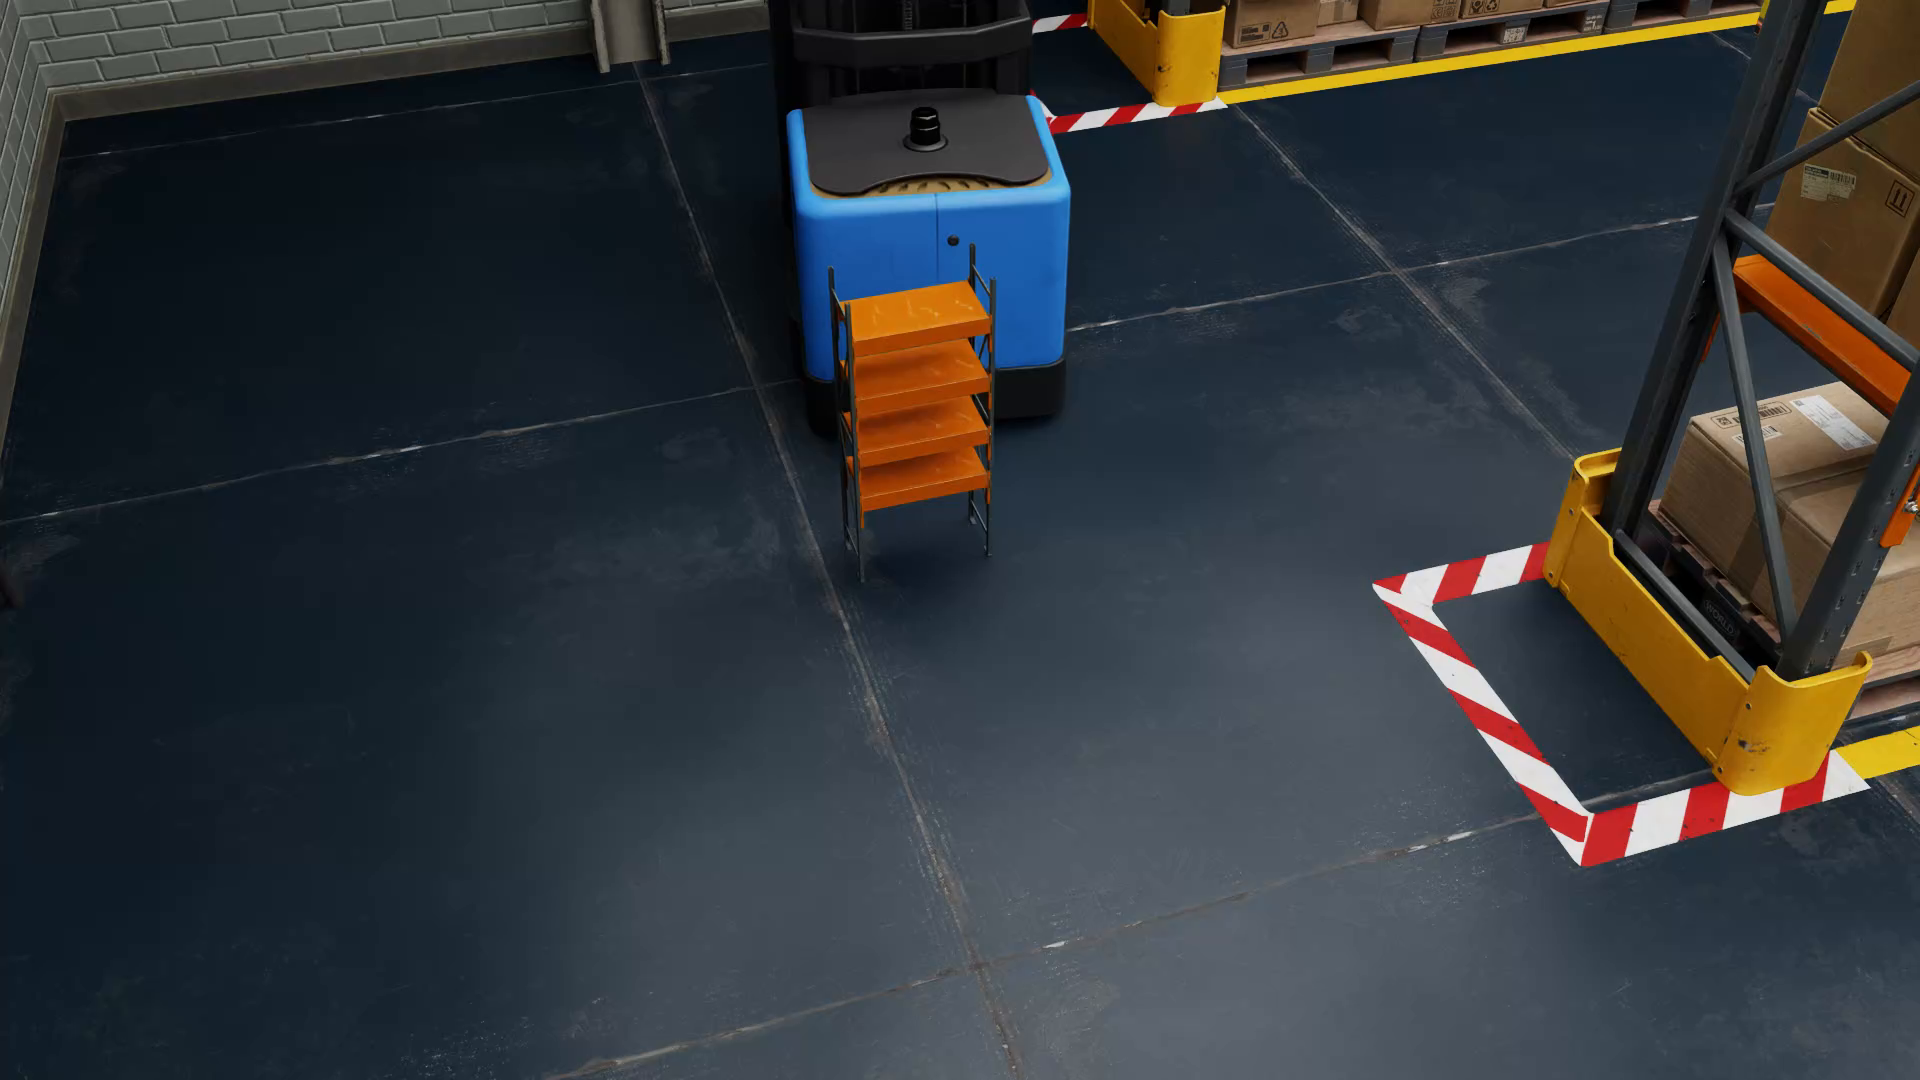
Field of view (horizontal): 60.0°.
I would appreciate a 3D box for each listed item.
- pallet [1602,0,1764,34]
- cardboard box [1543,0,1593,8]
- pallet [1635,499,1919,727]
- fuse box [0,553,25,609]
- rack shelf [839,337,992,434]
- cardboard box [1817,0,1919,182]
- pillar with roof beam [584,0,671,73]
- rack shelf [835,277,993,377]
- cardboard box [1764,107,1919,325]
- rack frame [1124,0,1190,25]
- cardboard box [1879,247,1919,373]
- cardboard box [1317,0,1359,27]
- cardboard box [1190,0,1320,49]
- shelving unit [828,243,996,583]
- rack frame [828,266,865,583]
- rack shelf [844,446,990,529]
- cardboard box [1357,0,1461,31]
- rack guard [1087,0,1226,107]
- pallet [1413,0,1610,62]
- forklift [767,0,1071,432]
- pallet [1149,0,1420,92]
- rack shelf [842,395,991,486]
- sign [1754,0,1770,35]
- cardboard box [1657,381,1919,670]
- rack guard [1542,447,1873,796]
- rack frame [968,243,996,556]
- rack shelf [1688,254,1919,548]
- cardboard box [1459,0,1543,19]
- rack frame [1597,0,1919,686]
[{"bbox_3d":[4.149,-3.425,10.010,1.213,0.211,1.003,-12,42,-13],"label":"pallet"},{"bbox_3d":[3.418,-3.448,9.497,0.500,0.500,0.700,-13,43,-15],"label":"cardboard box"},{"bbox_3d":[3.223,0.137,5.932,1.213,0.211,1.003,-12,42,-13],"label":"pallet"},{"bbox_3d":[-3.379,-0.438,5.451,0.414,1.711,0.539,-12,42,-13],"label":"fuse box"},{"bbox_3d":[-0.158,-0.537,5.715,0.480,0.148,0.258,-12,42,-13],"label":"rack shelf"},{"bbox_3d":[2.872,-1.365,4.696,0.500,0.500,0.500,-10,42,-12],"label":"cardboard box"},{"bbox_3d":[-0.560,-3.410,3.314,0.400,9.000,9.100,-12,42,-13],"label":"pillar with roof beam"},{"bbox_3d":[-0.158,-0.715,5.559,0.480,0.148,0.258,-12,42,-13],"label":"rack shelf"},{"bbox_3d":[2.864,-1.005,5.044,0.500,0.500,0.500,-11,42,-13],"label":"cardboard box"},{"bbox_3d":[0.989,-3.820,8.342,0.127,3.000,1.000,-12,42,-13],"label":"rack frame"},{"bbox_3d":[3.028,-0.658,4.647,0.500,0.500,0.500,-12,43,-13],"label":"cardboard box"},{"bbox_3d":[2.018,-3.025,9.281,0.250,0.149,0.380,-13,43,-15],"label":"cardboard box"},{"bbox_3d":[1.601,-3.099,9.096,0.637,0.503,0.797,-13,43,-15],"label":"cardboard box"},{"bbox_3d":[-0.158,-0.419,5.818,0.503,1.200,0.258,-12,42,-13],"label":"shelving unit"},{"bbox_3d":[-0.391,-0.371,5.763,0.015,1.200,0.240,-12,42,-13],"label":"rack frame"},{"bbox_3d":[-0.158,-0.219,5.993,0.480,0.148,0.258,-12,42,-13],"label":"rack shelf"},{"bbox_3d":[2.428,-3.243,9.262,0.500,0.500,0.700,-10,42,-11],"label":"cardboard box"},{"bbox_3d":[1.062,-2.894,9.182,0.348,0.500,1.175,-12,42,-13],"label":"rack guard"},{"bbox_3d":[2.984,-3.182,9.731,1.213,0.211,1.003,-12,42,-13],"label":"pallet"},{"bbox_3d":[-0.274,-2.505,6.889,1.130,2.935,3.031,-5,41,-6],"label":"forklift"},{"bbox_3d":[1.822,-2.943,9.458,1.213,0.211,1.003,-12,42,-13],"label":"pallet"},{"bbox_3d":[-0.158,-0.368,5.862,0.480,0.148,0.258,-12,42,-13],"label":"rack shelf"},{"bbox_3d":[2.334,-1.574,4.712,0.005,0.325,0.100,-12,42,-13],"label":"sign"},{"bbox_3d":[3.083,-0.092,5.704,0.875,0.438,0.875,-13,43,-15],"label":"cardboard box"},{"bbox_3d":[2.461,0.240,5.595,0.348,0.500,1.175,-12,42,-13],"label":"rack guard"},{"bbox_3d":[0.075,-0.467,5.873,0.015,1.200,0.240,-12,42,-13],"label":"rack frame"},{"bbox_3d":[4.392,-0.830,5.467,4.000,0.370,1.077,-12,42,-13],"label":"rack shelf"},{"bbox_3d":[2.963,-3.284,9.310,0.500,0.500,0.500,-11,42,-12],"label":"cardboard box"},{"bbox_3d":[2.484,-0.706,4.778,0.127,3.000,1.000,-12,42,-13],"label":"rack frame"}]
